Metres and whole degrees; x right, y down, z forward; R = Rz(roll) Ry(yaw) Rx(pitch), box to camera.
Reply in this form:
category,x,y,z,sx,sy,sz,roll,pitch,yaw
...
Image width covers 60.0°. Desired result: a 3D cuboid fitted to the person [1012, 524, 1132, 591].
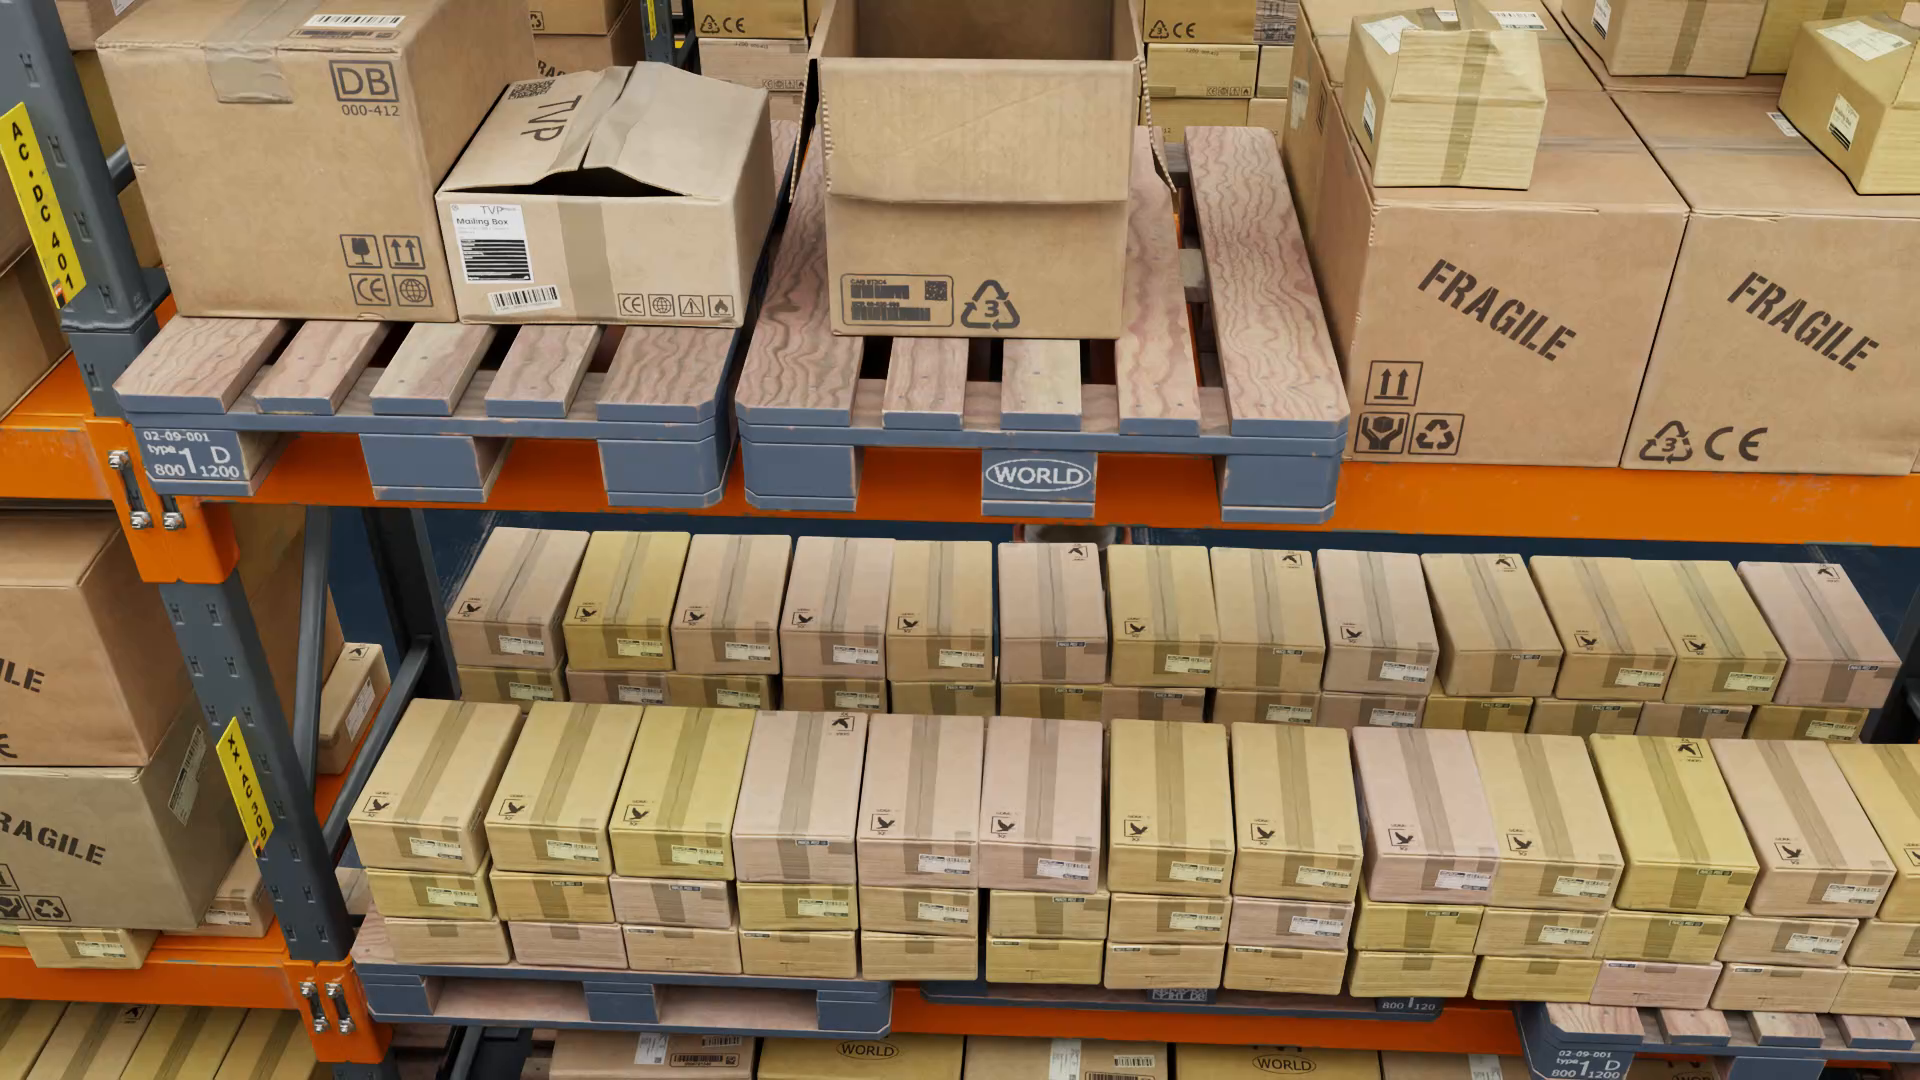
category,x,y,z,sx,sy,sz,roll,pitch,yaw
person,0.410,-0.002,6.134,0.454,1.612,0.328,-5,36,-6
